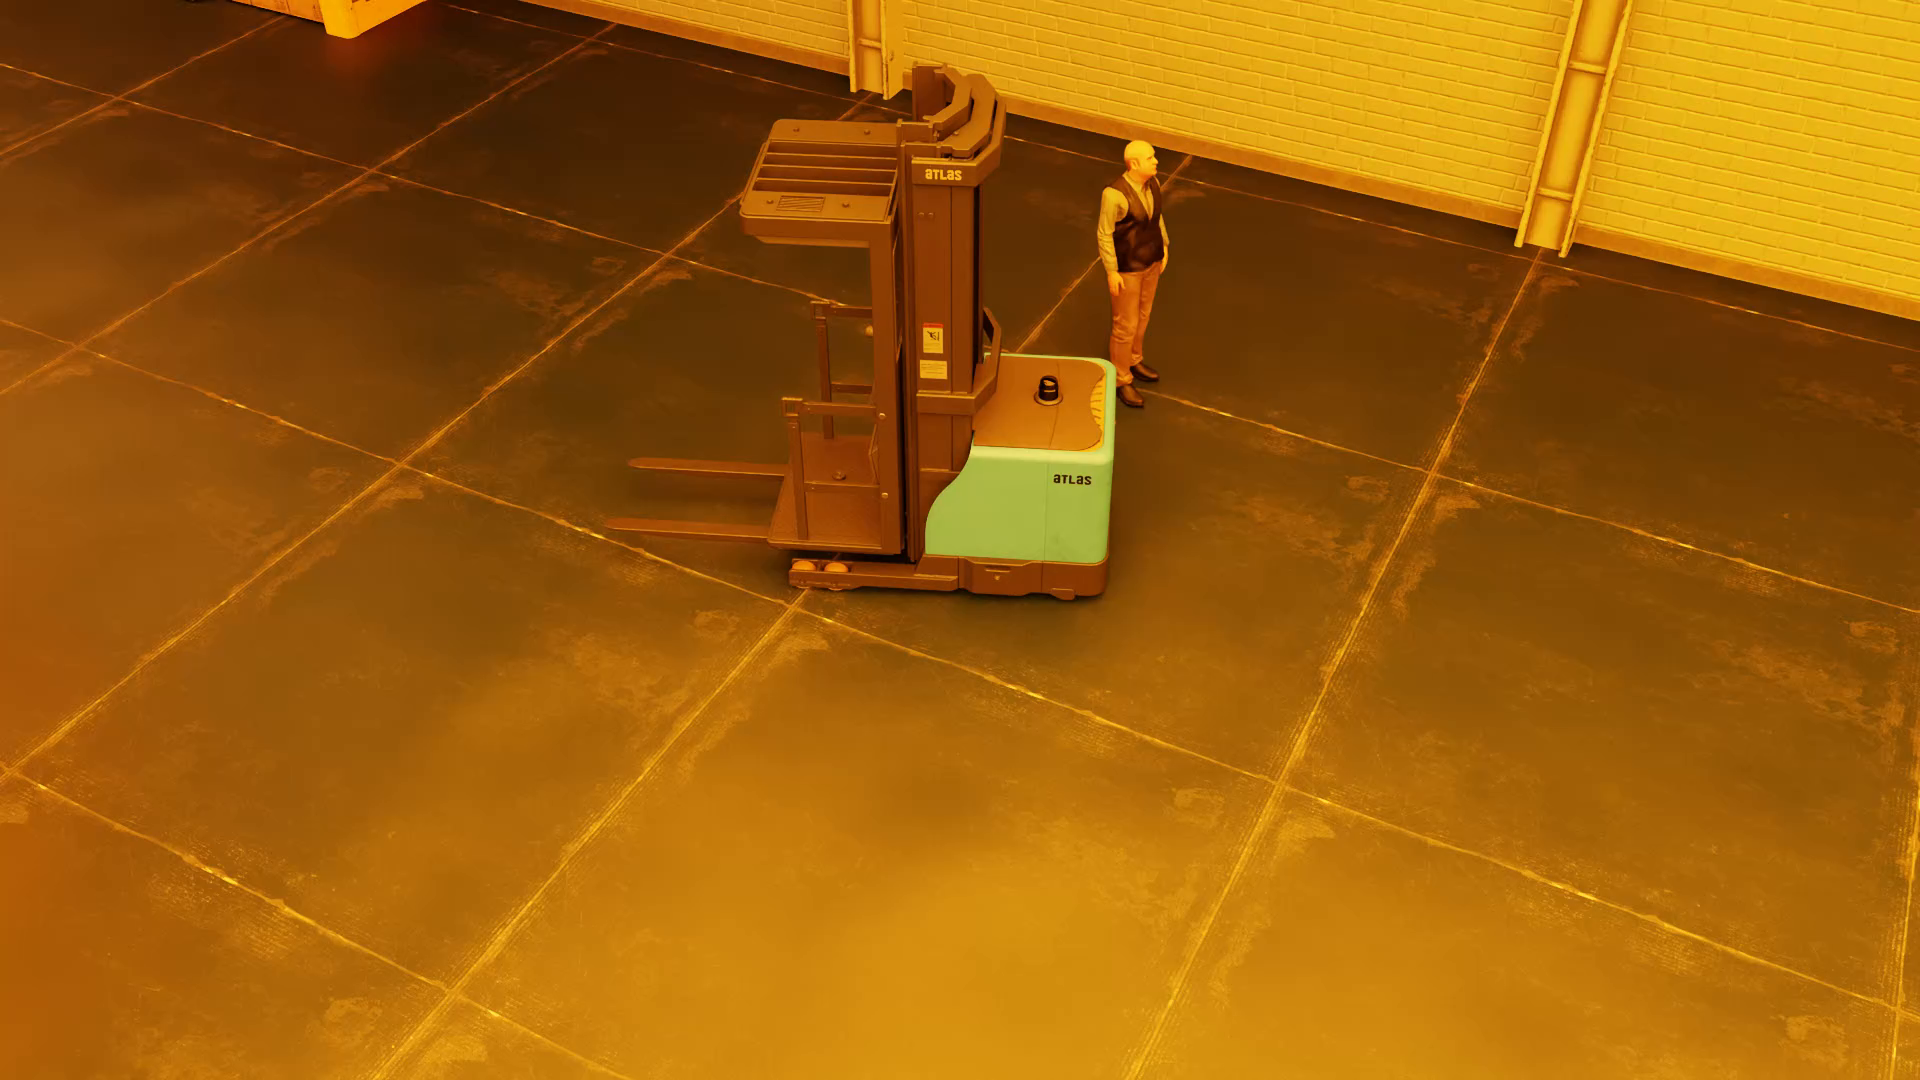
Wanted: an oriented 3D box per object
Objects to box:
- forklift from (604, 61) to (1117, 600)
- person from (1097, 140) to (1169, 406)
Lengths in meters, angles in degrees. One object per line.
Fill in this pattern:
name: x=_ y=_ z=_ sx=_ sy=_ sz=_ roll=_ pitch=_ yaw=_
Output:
forklift: x=-0.606 y=-1.157 z=9.360 sx=3.031 sy=2.935 sz=1.130 roll=3 pitch=40 yaw=4
person: x=1.211 y=-1.804 z=11.057 sx=0.565 sy=1.722 sz=0.633 roll=30 pitch=49 yaw=31
